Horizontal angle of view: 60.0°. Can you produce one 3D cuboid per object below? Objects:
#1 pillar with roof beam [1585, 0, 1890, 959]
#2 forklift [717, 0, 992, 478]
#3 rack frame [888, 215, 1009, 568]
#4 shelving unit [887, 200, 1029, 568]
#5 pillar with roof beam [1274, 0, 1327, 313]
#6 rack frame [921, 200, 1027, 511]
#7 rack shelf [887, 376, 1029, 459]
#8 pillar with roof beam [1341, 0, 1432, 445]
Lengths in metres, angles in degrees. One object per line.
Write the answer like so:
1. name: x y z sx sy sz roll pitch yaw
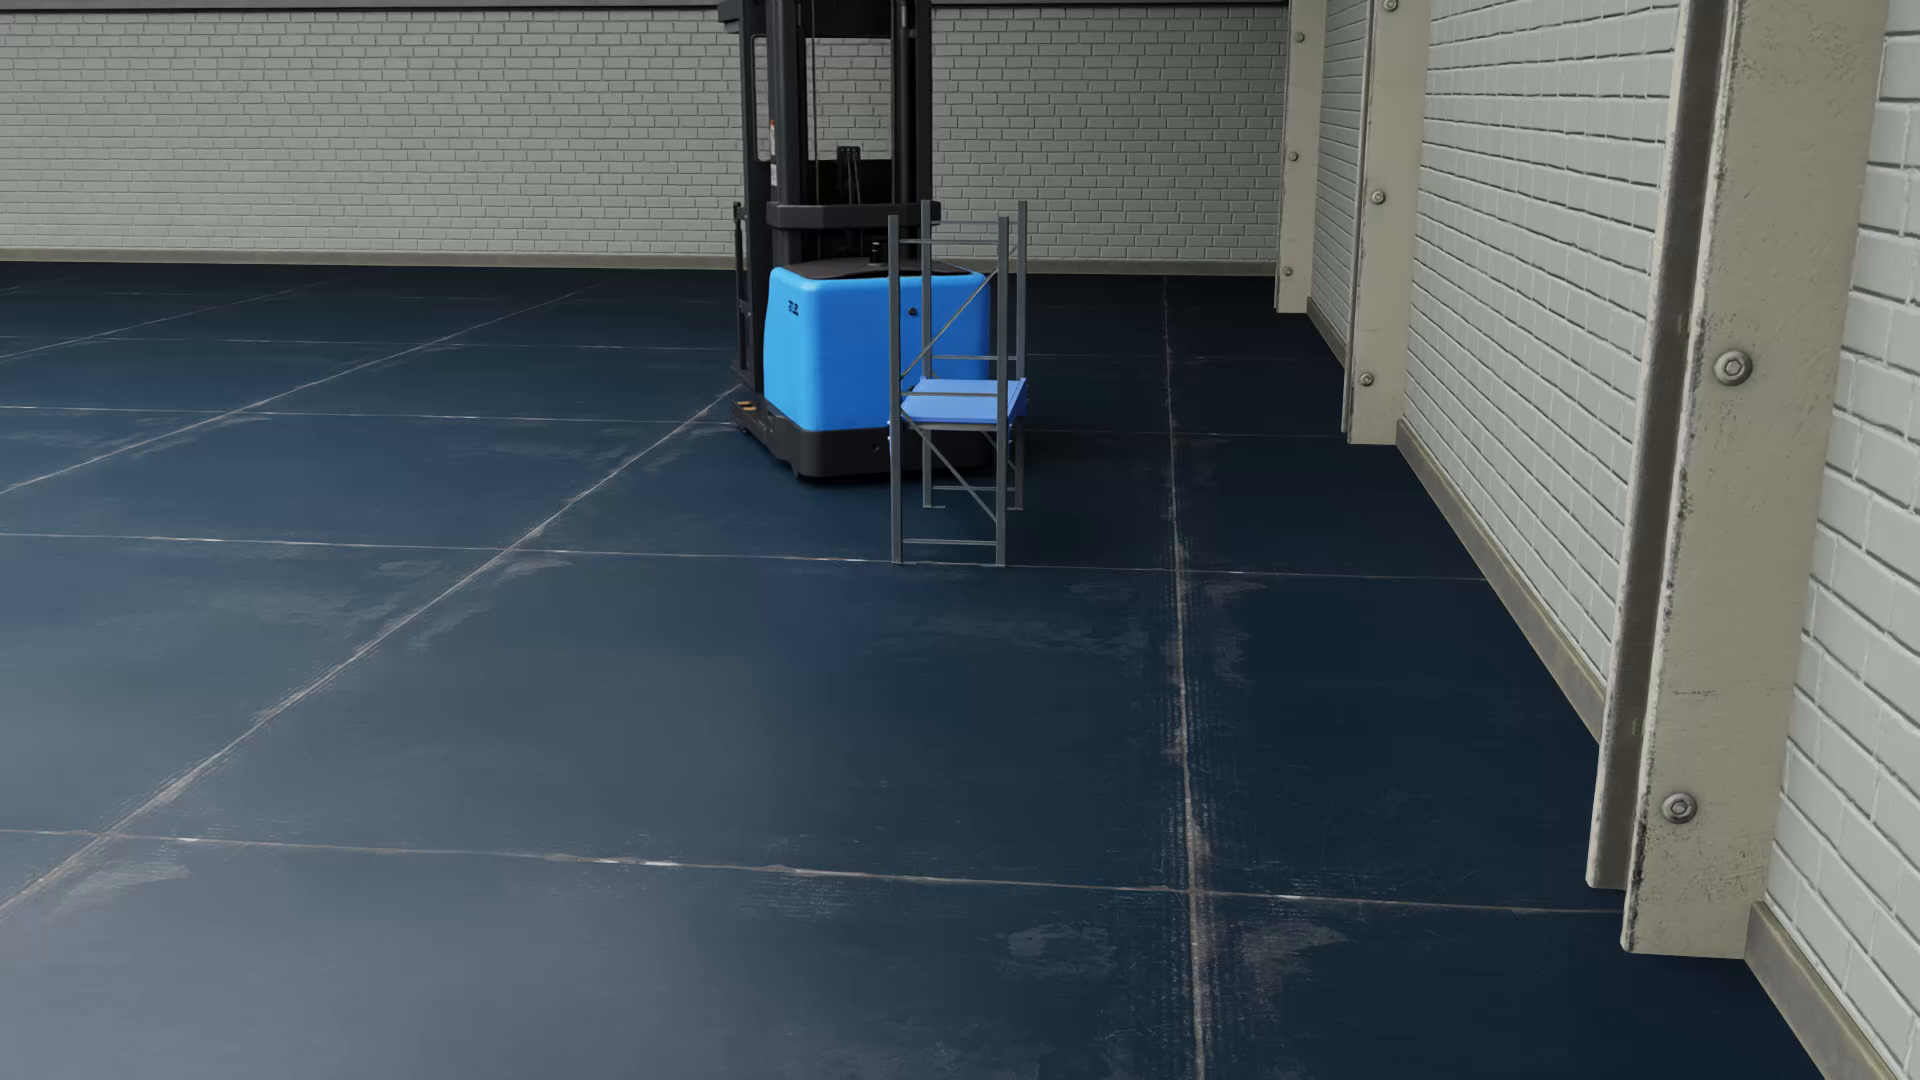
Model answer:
1. pillar with roof beam: -2.502 -3.526 3.464 9.100 9.000 0.400 2 15 6
2. forklift: -0.769 -2.081 9.742 1.130 2.935 3.031 -5 16 -17
3. rack frame: -0.048 -0.614 7.061 0.500 1.500 0.032 2 15 6
4. shelving unit: 0.010 -0.746 7.548 0.538 1.500 1.048 2 15 6
5. pillar with roof beam: -1.148 -6.639 14.974 9.100 9.000 0.400 2 15 6
6. rack frame: 0.067 -0.878 8.036 0.500 1.500 0.032 2 15 6
7. rack shelf: 0.010 -0.572 7.595 0.538 0.185 1.000 2 15 6
8. pillar with roof beam: -1.825 -5.083 9.219 9.100 9.000 0.400 2 15 6
